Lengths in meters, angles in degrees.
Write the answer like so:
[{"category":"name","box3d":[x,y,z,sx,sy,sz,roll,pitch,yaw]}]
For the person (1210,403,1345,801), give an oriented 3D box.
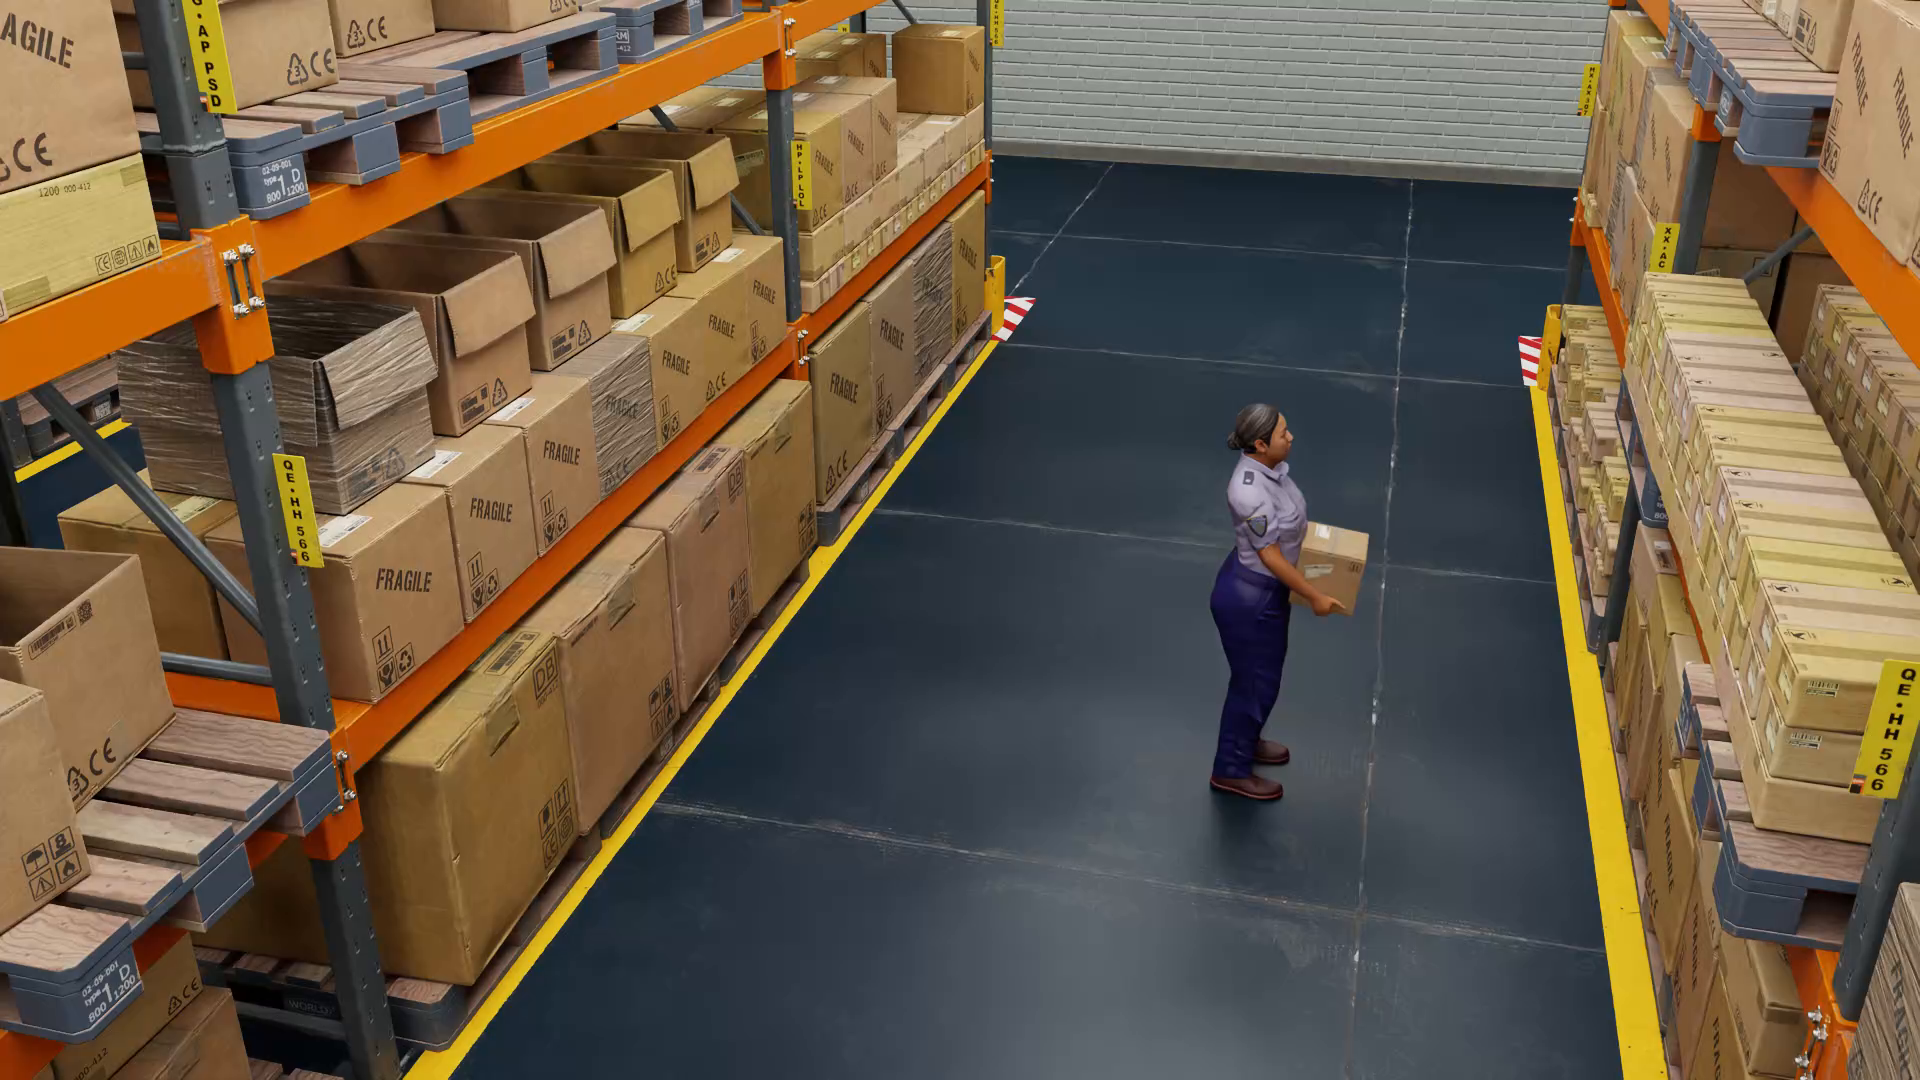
[{"category":"person","box3d":[1.272,0.245,6.632,0.521,1.636,0.451,7,26,14]}]
